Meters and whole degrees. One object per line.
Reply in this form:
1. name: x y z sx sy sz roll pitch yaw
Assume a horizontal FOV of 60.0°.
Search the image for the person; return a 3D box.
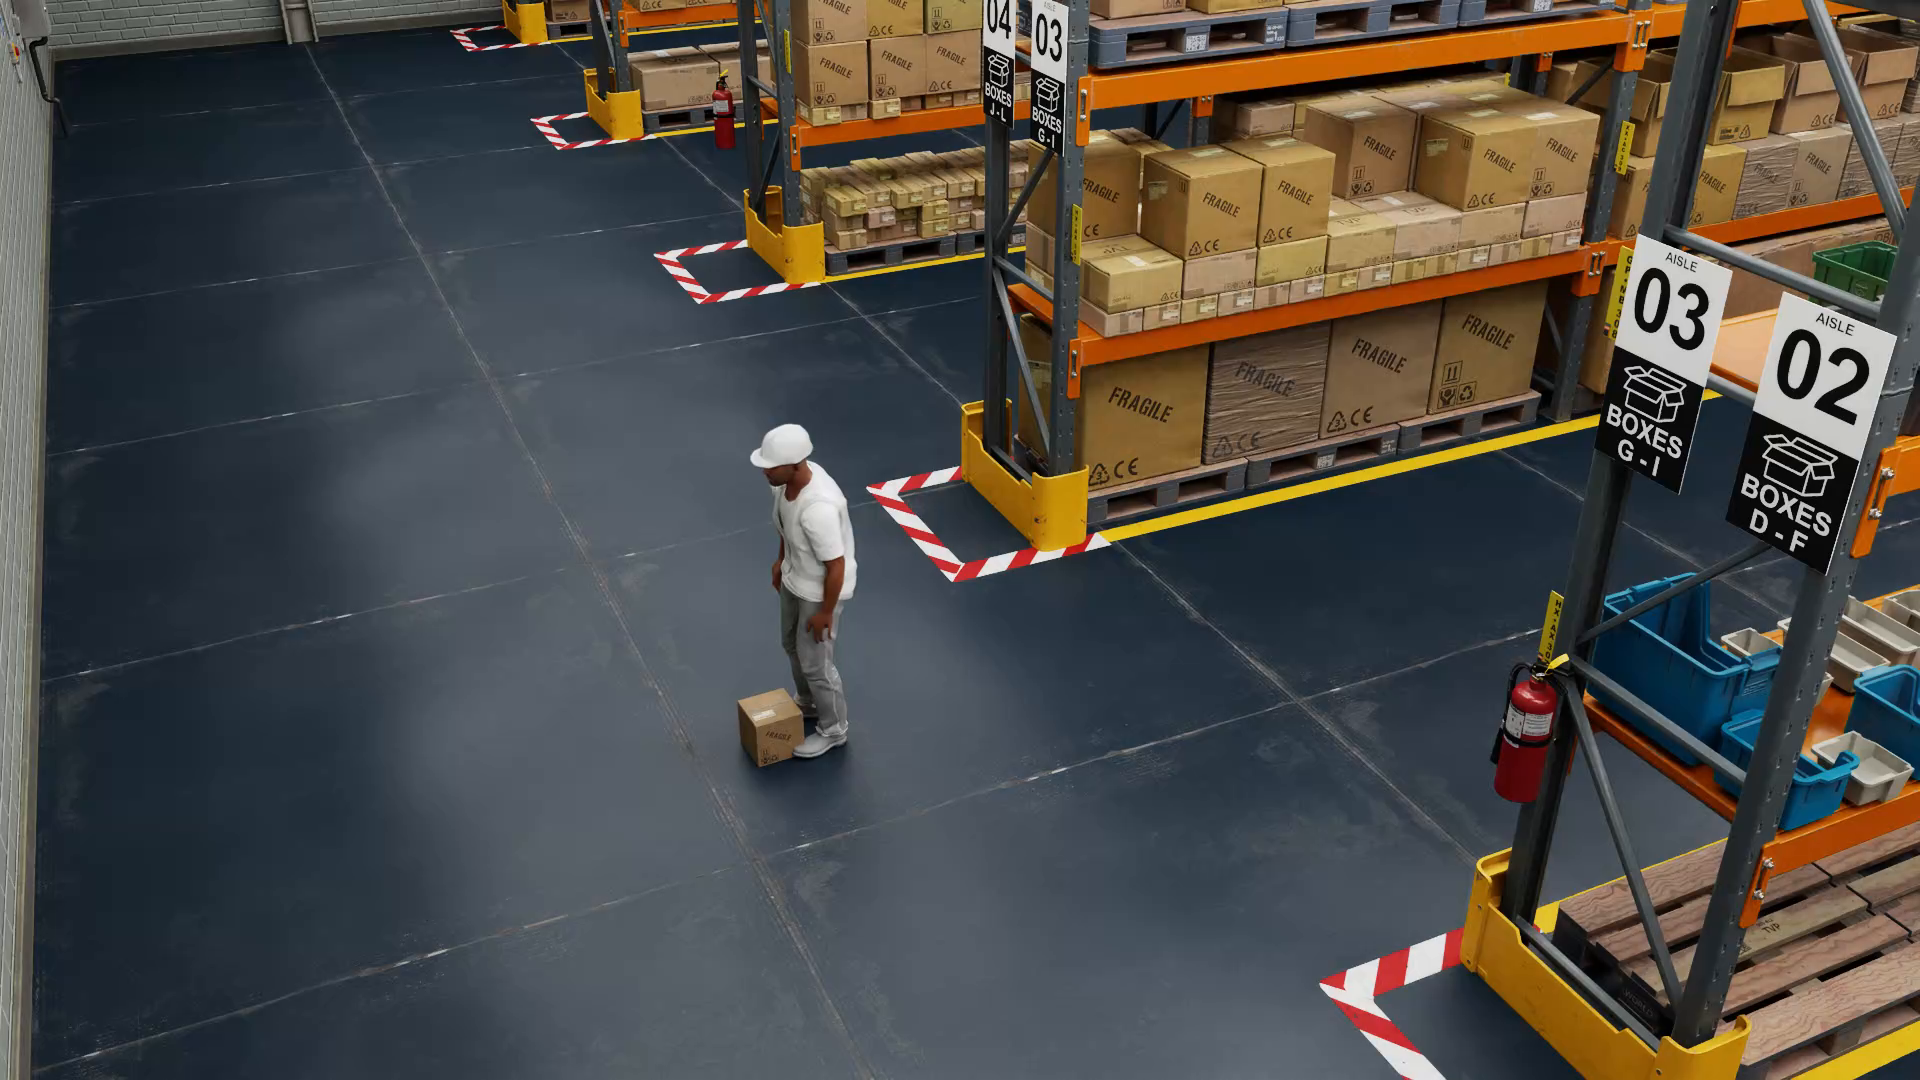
1. person: -0.748 0.225 8.033 0.461 1.761 0.628 -13 32 -22
